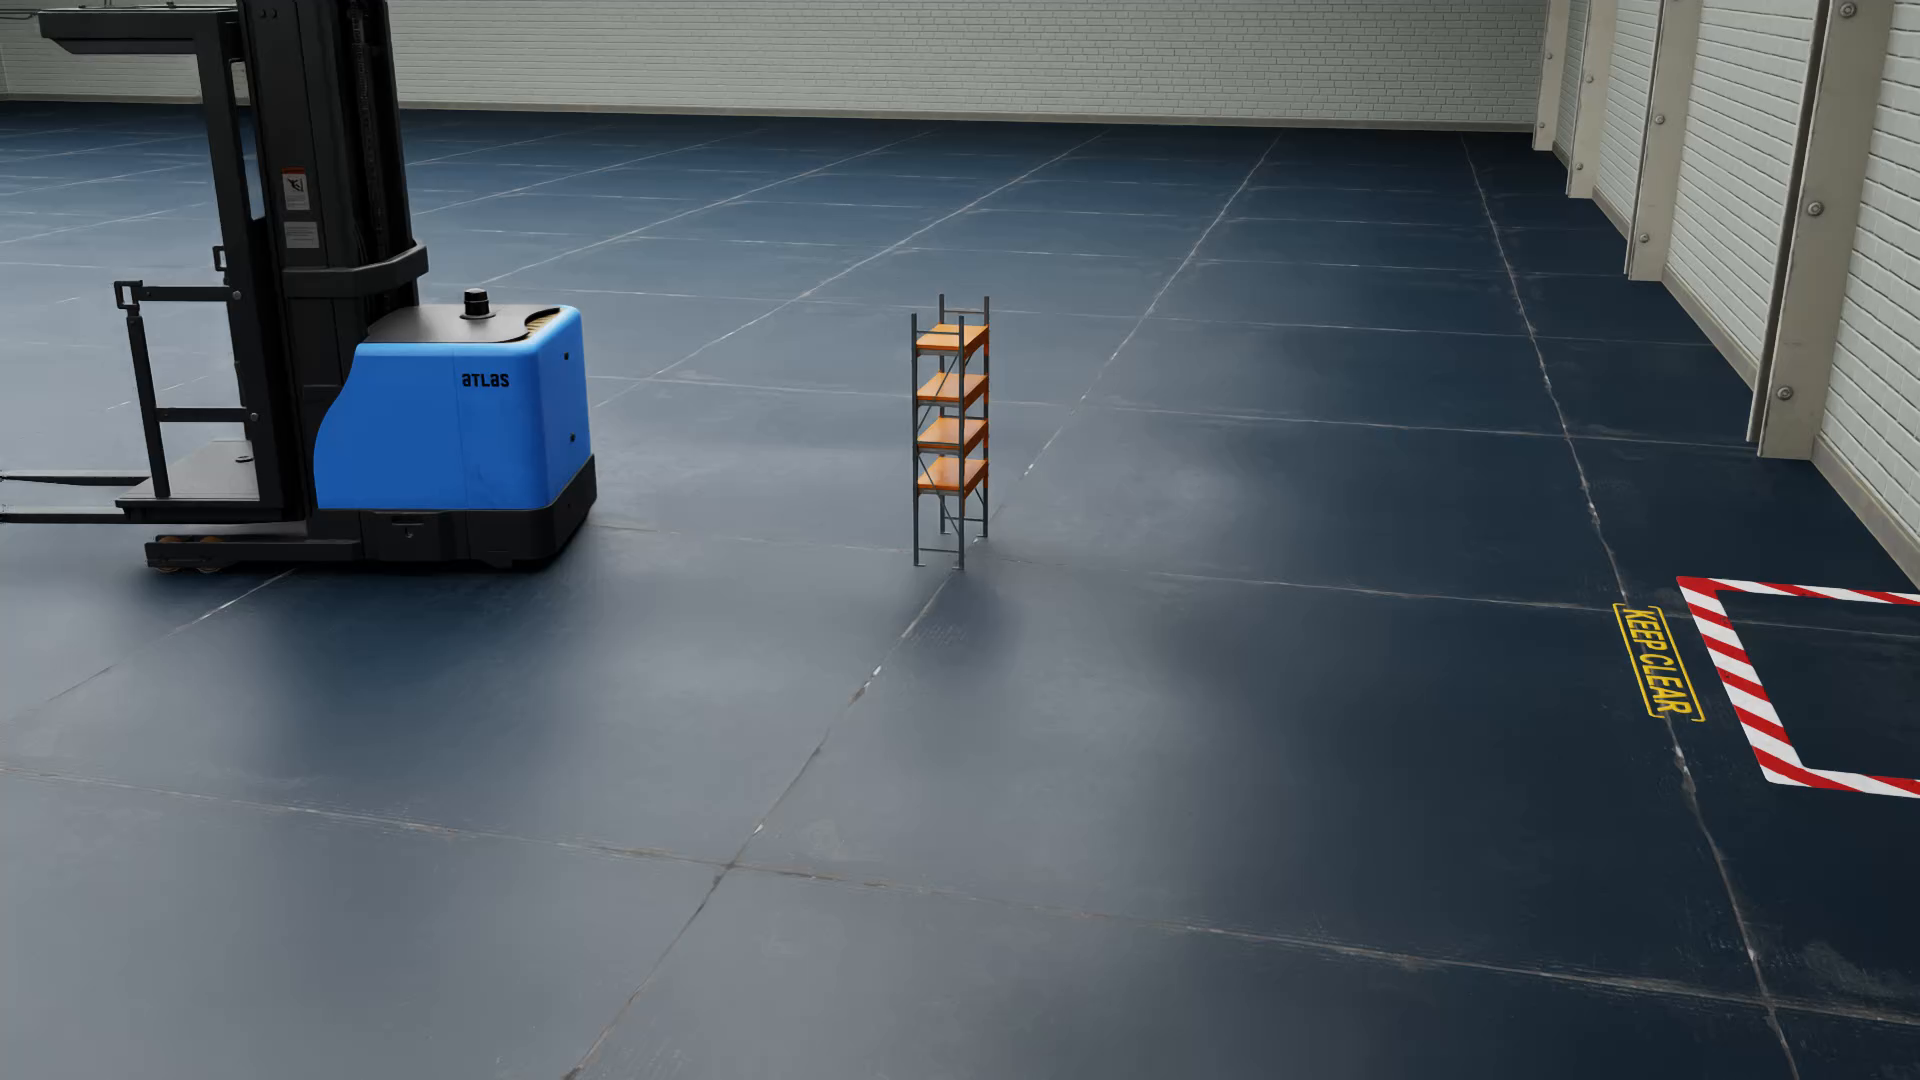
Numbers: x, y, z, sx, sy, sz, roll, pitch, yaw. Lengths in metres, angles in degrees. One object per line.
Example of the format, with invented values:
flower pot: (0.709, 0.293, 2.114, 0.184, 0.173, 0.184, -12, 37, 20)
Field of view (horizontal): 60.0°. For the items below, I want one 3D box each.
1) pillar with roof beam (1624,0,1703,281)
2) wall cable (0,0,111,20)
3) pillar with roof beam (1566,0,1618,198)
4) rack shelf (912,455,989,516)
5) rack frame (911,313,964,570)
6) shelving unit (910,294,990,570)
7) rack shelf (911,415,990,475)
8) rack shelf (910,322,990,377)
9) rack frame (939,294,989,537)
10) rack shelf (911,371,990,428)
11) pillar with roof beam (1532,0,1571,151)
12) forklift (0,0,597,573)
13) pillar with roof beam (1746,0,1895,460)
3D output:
pillar with roof beam: (2.098, -7.008, 14.783, 9.100, 9.000, 0.400, 5, 19, 13)
wall cable: (-19.339, -12.267, 34.983, 3.097, 2.526, 0.112, 5, 19, 13)
pillar with roof beam: (3.564, -8.889, 20.289, 9.100, 9.000, 0.400, 5, 19, 13)
rack shelf: (-0.040, -0.264, 7.928, 0.258, 0.148, 0.480, 5, 19, 13)
rack frame: (-0.100, -0.439, 7.618, 0.240, 1.200, 0.015, 5, 19, 13)
shelving unit: (-0.040, -0.516, 7.842, 0.258, 1.200, 0.503, 5, 19, 13)
rack shelf: (-0.040, -0.452, 7.863, 0.258, 0.148, 0.480, 5, 19, 13)
rack shelf: (-0.040, -0.888, 7.715, 0.258, 0.148, 0.480, 5, 19, 13)
rack frame: (0.019, -0.592, 8.066, 0.240, 1.200, 0.015, 5, 19, 13)
rack shelf: (-0.040, -0.664, 7.791, 0.258, 0.148, 0.480, 5, 19, 13)
pillar with roof beam: (5.030, -10.769, 25.795, 9.100, 9.000, 0.400, 5, 19, 13)
forklift: (-3.397, -1.404, 7.763, 3.031, 2.935, 1.130, 0, 19, 1)
pillar with roof beam: (0.632, -5.128, 9.278, 9.100, 9.000, 0.400, 5, 19, 13)
